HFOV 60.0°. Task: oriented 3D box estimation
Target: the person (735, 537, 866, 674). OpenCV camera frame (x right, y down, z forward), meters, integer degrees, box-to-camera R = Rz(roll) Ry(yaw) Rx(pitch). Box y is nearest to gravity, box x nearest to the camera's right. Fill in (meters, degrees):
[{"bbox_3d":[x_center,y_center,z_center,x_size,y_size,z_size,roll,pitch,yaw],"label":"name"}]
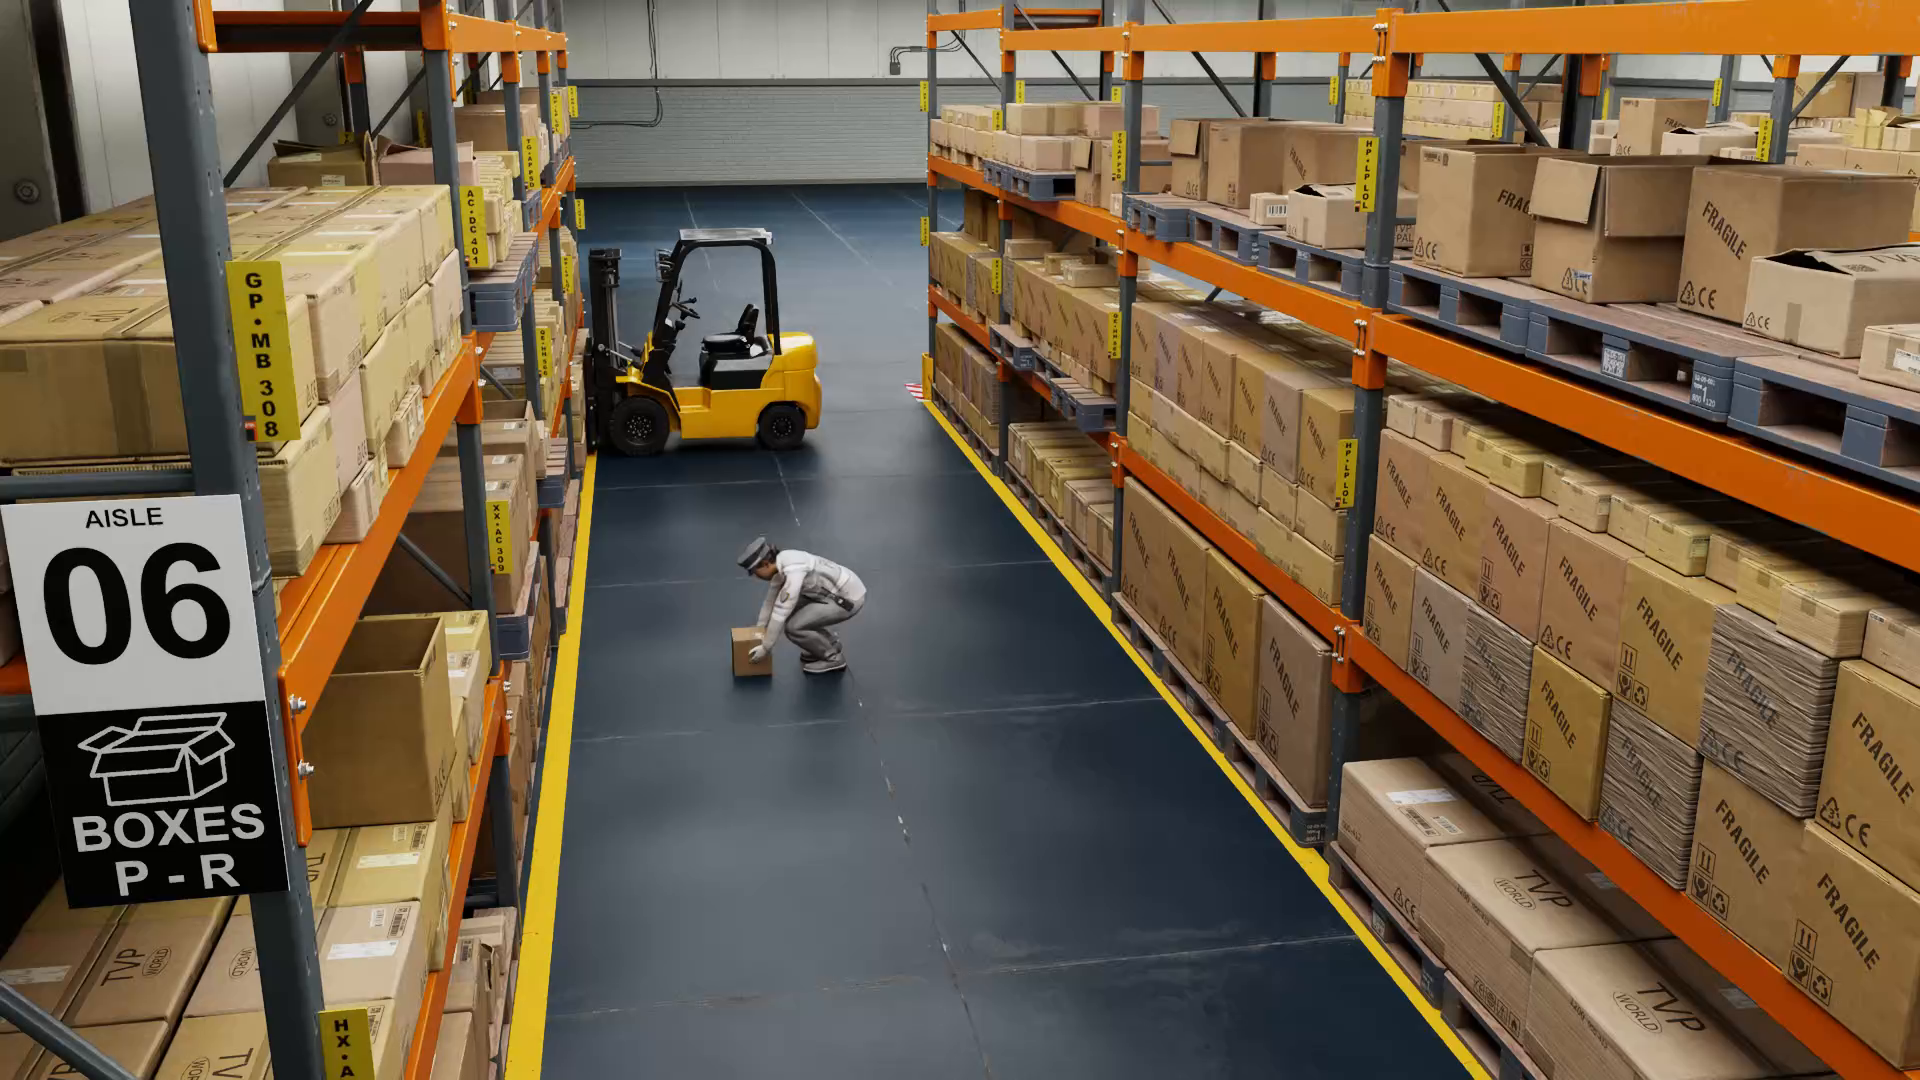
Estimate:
[{"bbox_3d":[-1.045,0.407,10.971,0.853,0.928,0.490,-3,17,-11],"label":"person"}]
